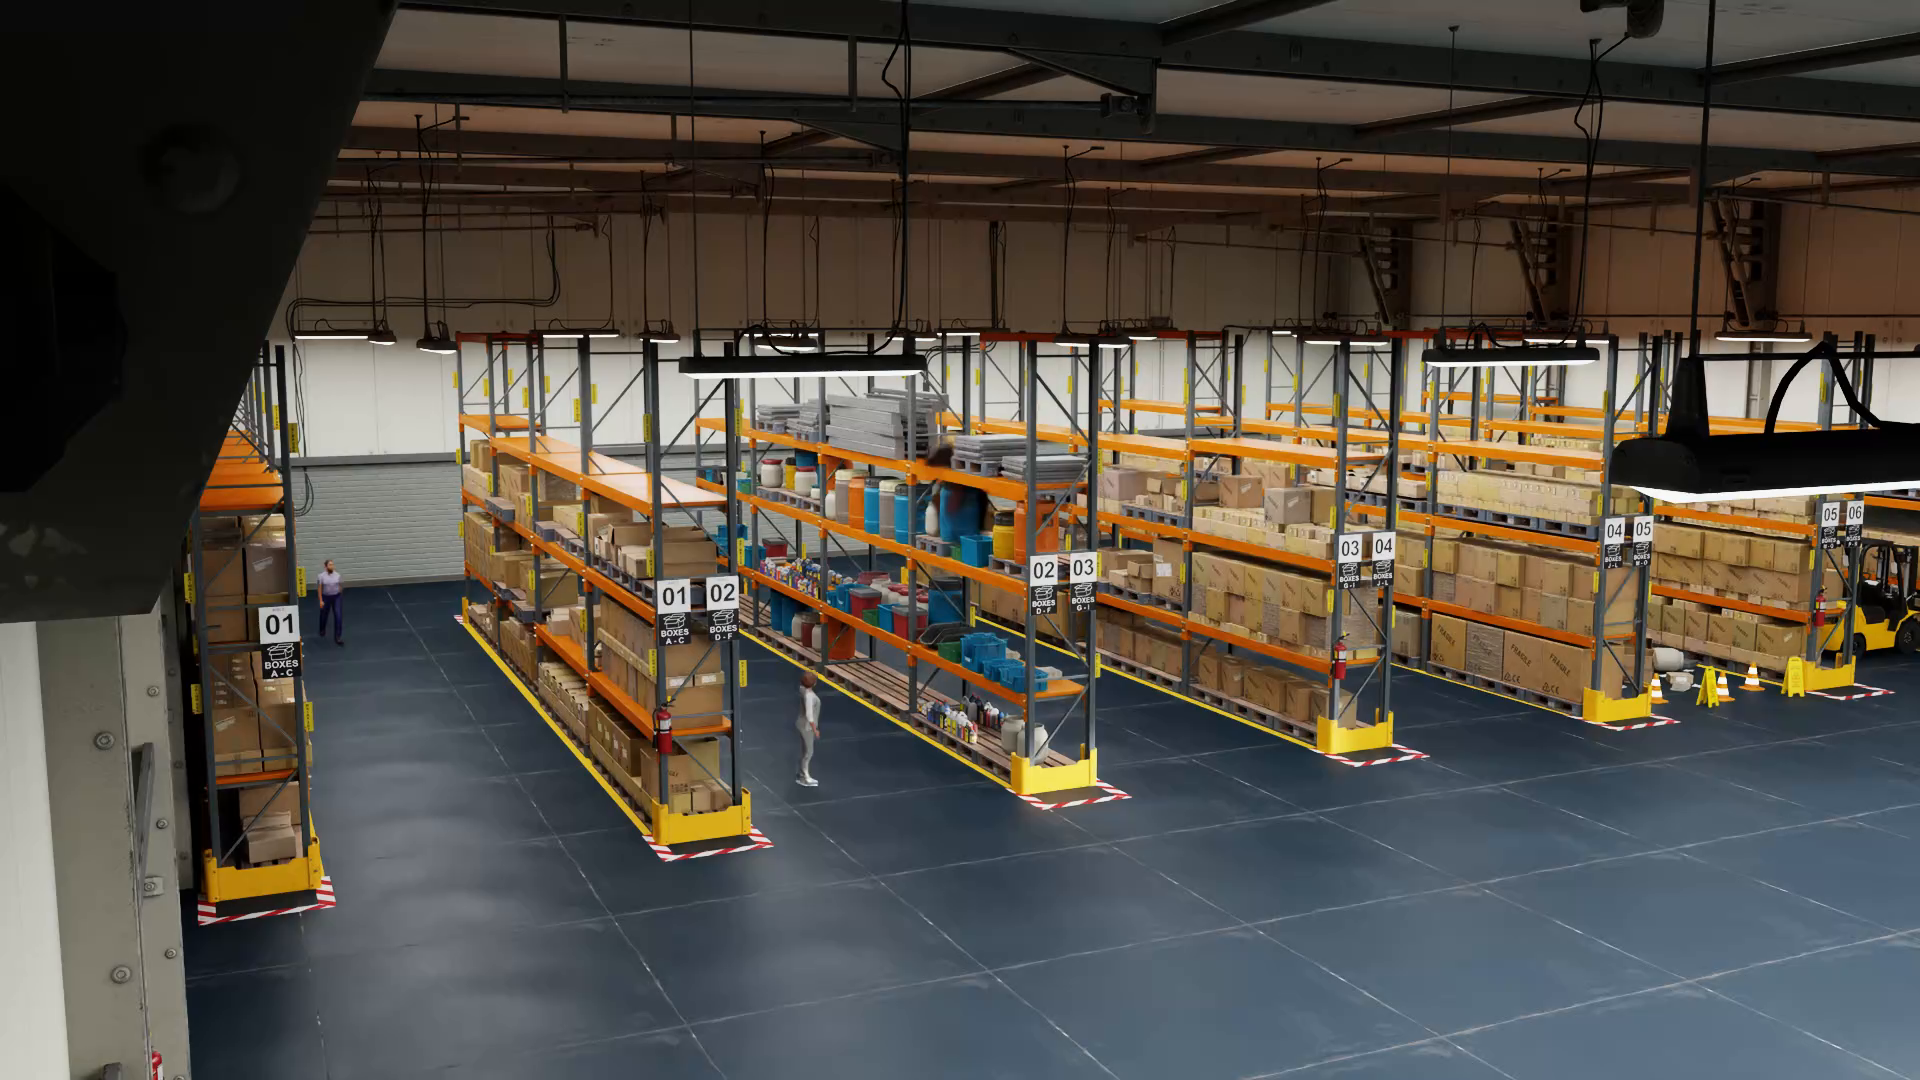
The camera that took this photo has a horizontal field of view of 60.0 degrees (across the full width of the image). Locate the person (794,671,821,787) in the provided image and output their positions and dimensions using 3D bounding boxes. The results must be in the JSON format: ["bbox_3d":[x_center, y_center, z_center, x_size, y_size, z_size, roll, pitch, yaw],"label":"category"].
[{"bbox_3d":[-2.056,2.536,22.369,0.369,1.592,0.477,-1,8,-4],"label":"person"}]

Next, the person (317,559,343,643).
[{"bbox_3d":[-12.239,1.167,32.329,0.475,1.616,0.665,-4,9,-27],"label":"person"}]
